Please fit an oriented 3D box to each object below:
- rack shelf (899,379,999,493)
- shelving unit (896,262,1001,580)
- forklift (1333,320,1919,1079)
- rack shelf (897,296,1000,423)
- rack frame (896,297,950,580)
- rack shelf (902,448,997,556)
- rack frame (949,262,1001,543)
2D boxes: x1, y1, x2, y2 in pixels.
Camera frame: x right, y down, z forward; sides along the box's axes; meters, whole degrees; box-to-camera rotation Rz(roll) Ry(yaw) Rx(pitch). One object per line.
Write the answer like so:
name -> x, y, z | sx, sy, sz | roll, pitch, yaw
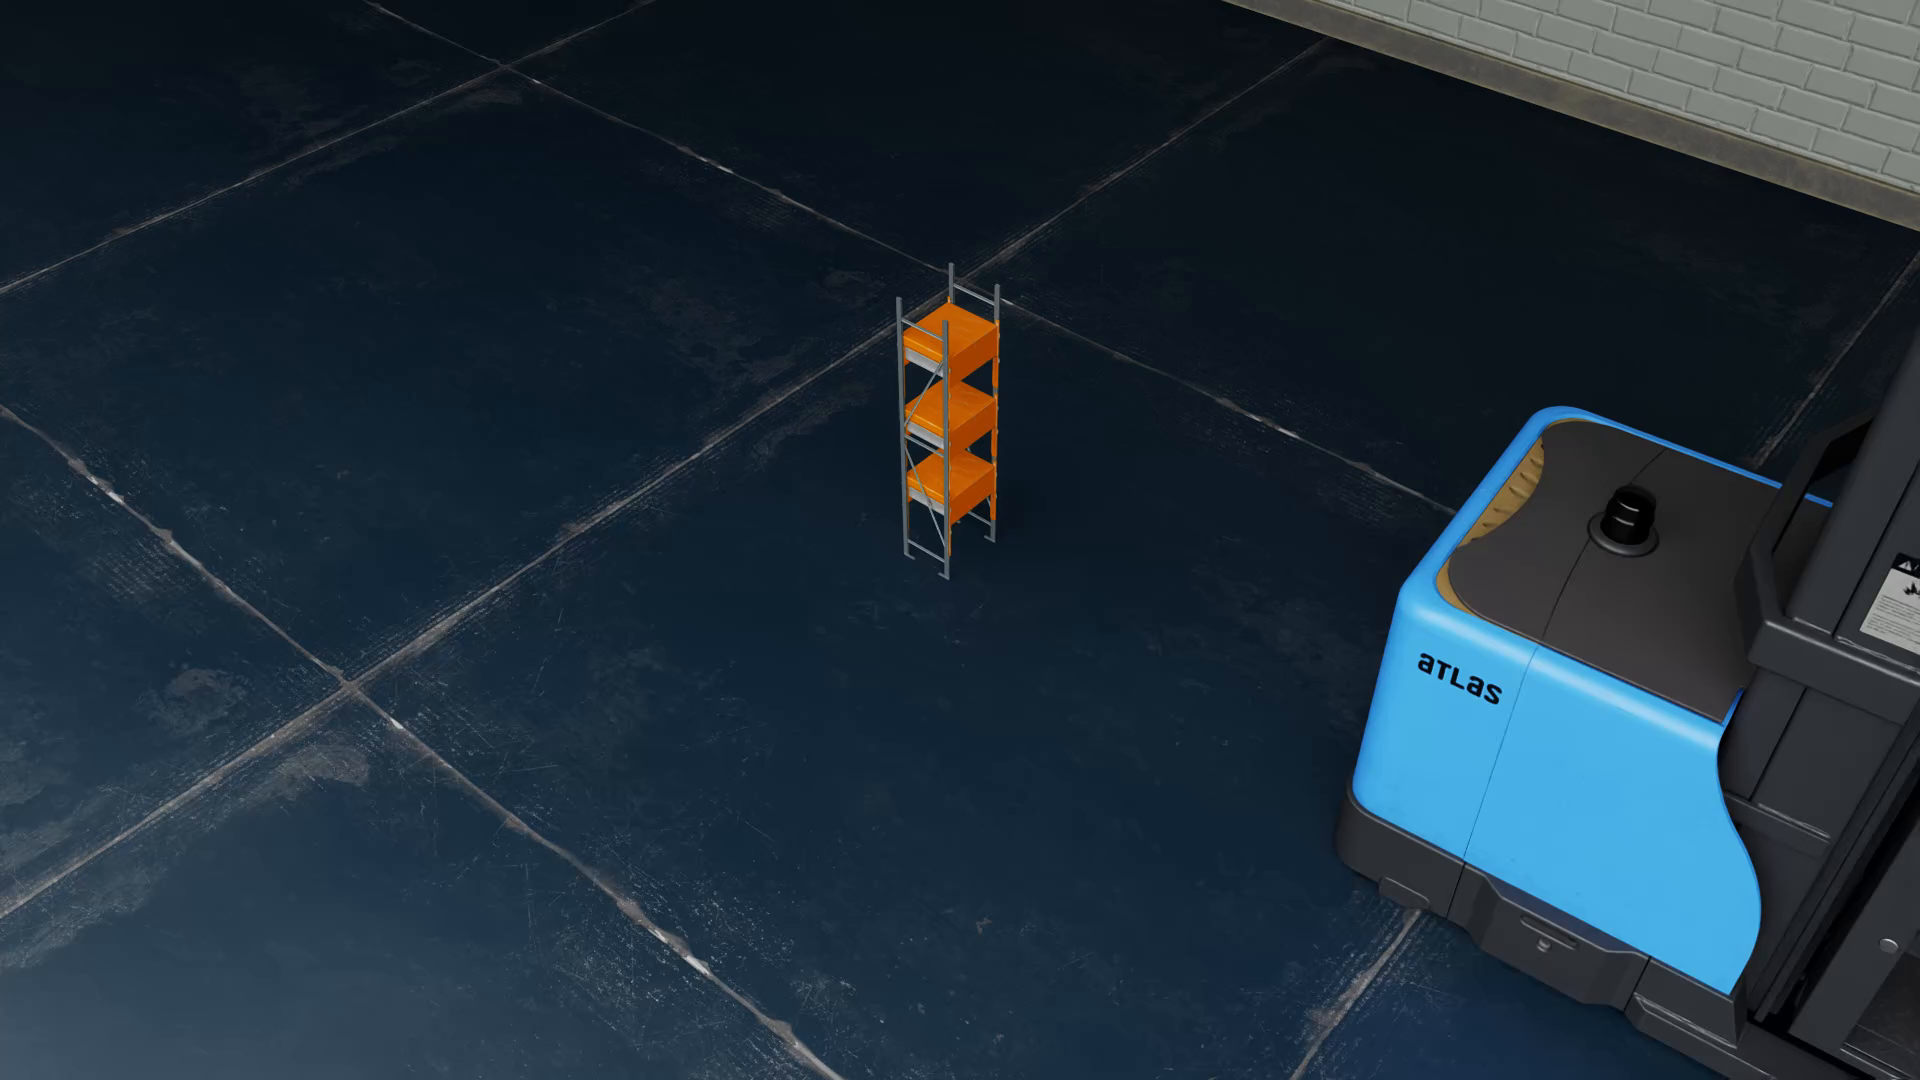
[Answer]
rack shelf -> -0.034, -0.353, 5.374 | 0.215, 0.259, 0.240 | 29, 50, 28
shelving unit -> -0.034, -0.361, 5.367 | 0.215, 1.050, 0.252 | 29, 50, 28
forklift -> 2.546, 0.160, 3.395 | 3.031, 2.935, 1.130 | 26, 48, 26
rack shelf -> -0.034, -0.563, 5.183 | 0.215, 0.259, 0.240 | 29, 50, 28
rack frame -> -0.113, -0.298, 5.297 | 0.200, 1.050, 0.008 | 29, 50, 28
rack shelf -> -0.034, -0.147, 5.561 | 0.215, 0.259, 0.240 | 29, 50, 28
rack frame -> 0.044, -0.424, 5.436 | 0.200, 1.050, 0.008 | 29, 50, 28
